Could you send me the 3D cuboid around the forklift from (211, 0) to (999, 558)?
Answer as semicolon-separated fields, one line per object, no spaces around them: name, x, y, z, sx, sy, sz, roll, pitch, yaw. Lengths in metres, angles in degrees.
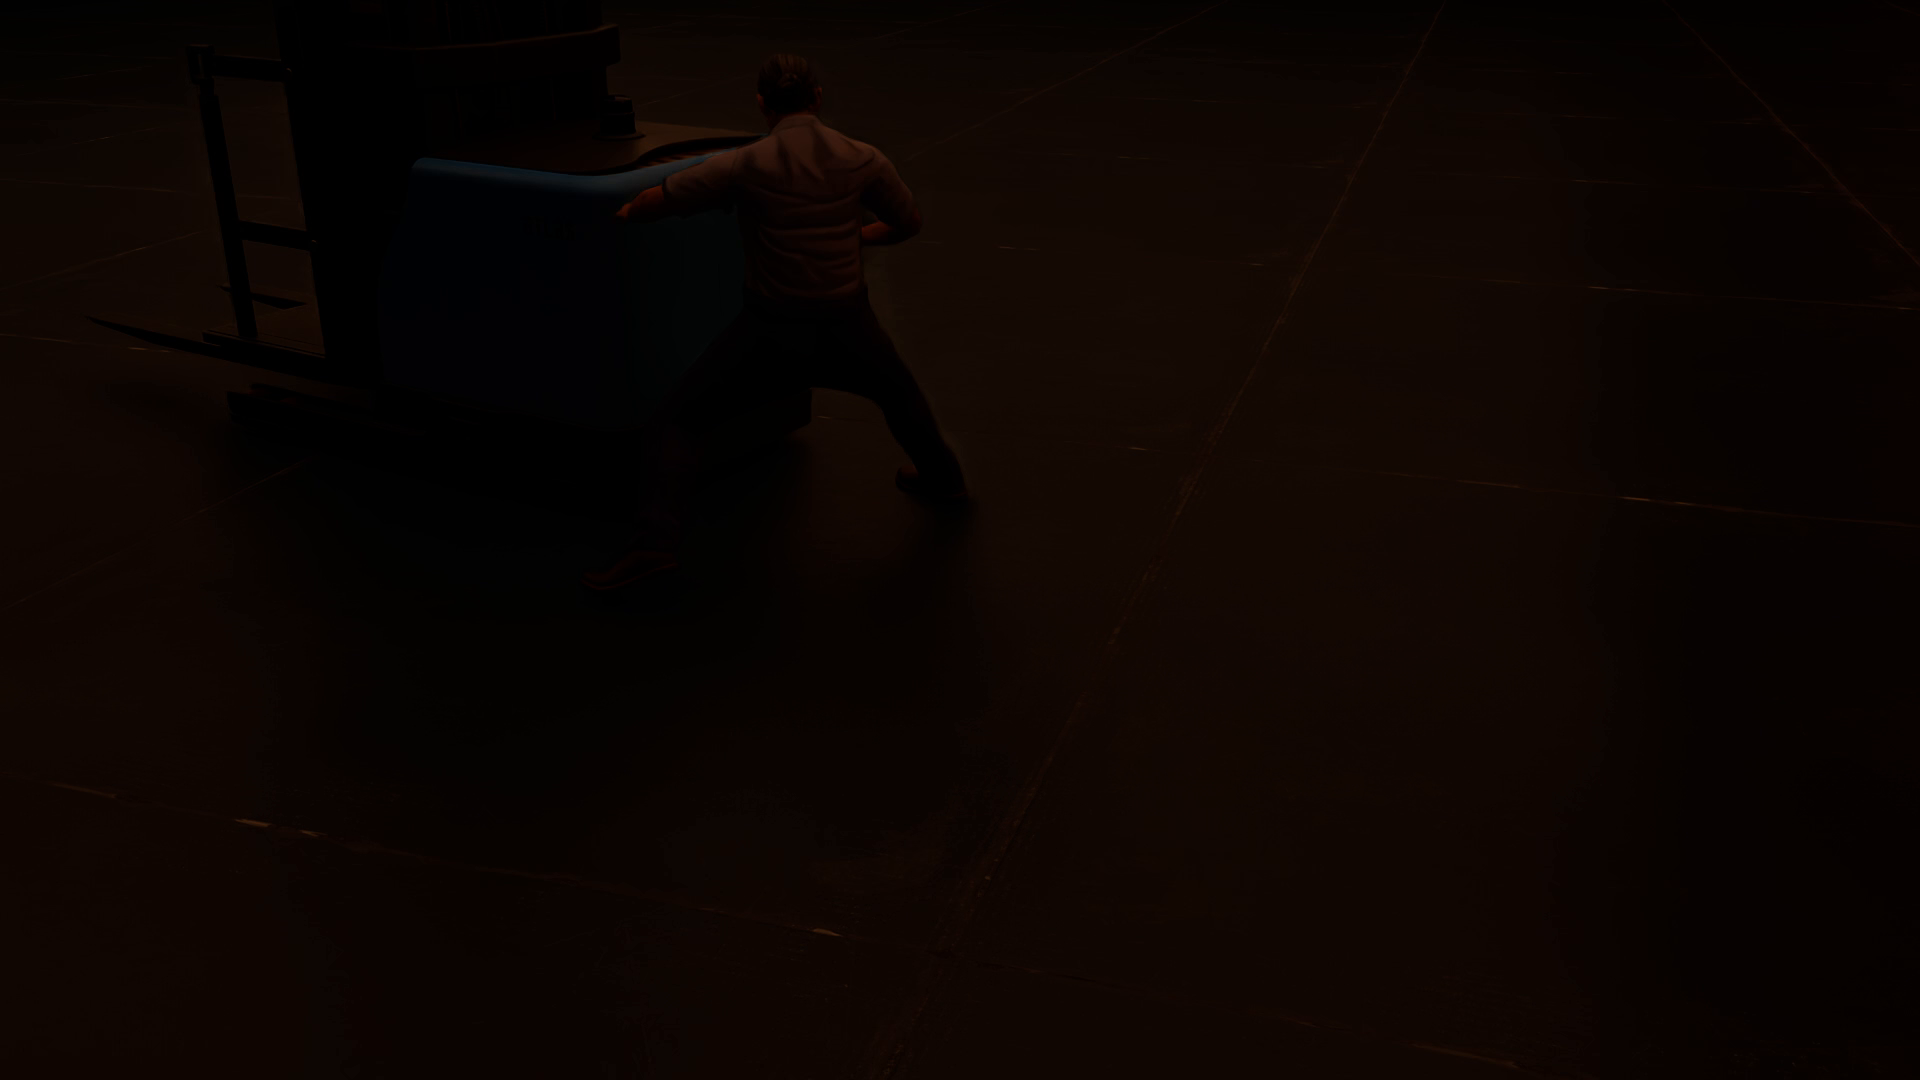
forklift;-1.397;-1.706;5.412;3.031;2.935;1.130;13;26;29

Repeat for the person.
person;-0.696;-0.508;4.230;0.766;1.627;0.374;6;23;14
